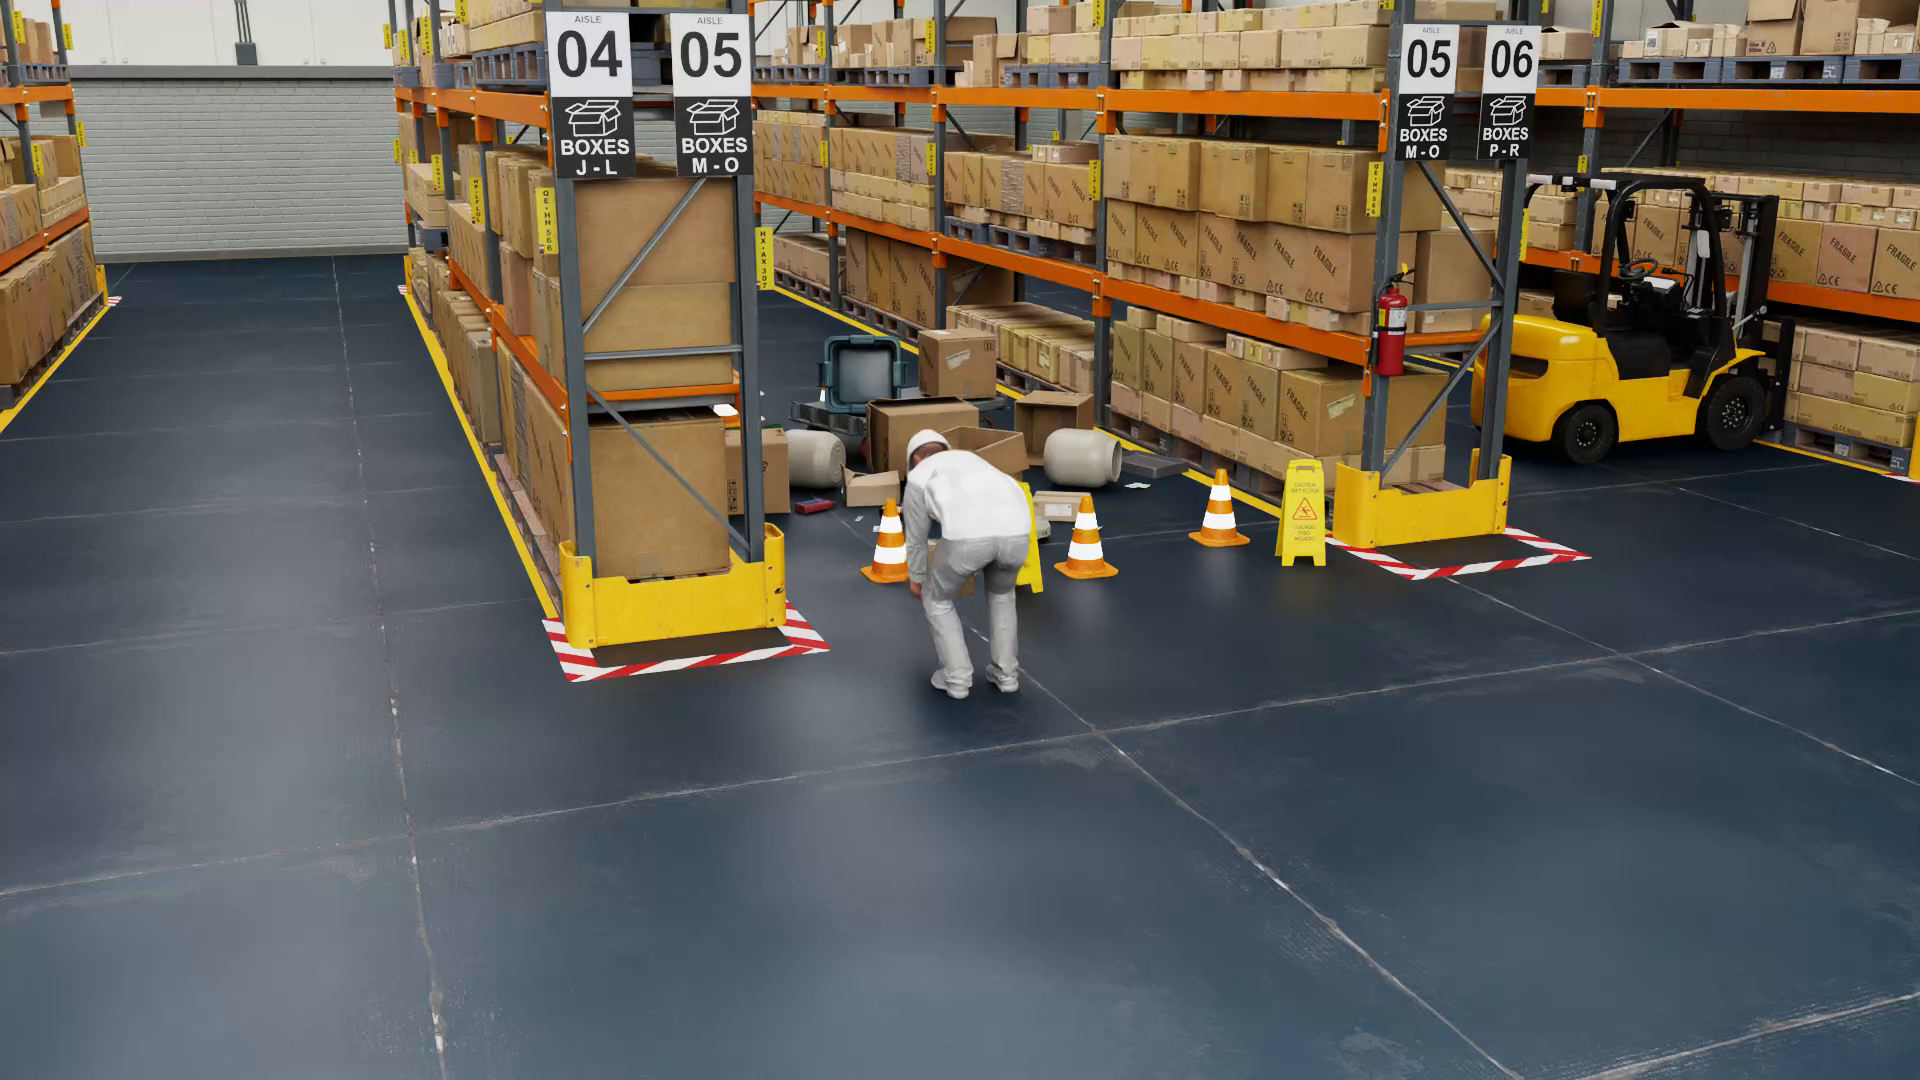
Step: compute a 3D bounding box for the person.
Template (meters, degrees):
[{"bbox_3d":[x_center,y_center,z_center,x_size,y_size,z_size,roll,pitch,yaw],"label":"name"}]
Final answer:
[{"bbox_3d":[-0.005,0.104,8.216,0.488,1.178,0.985,-7,17,-23],"label":"person"}]
